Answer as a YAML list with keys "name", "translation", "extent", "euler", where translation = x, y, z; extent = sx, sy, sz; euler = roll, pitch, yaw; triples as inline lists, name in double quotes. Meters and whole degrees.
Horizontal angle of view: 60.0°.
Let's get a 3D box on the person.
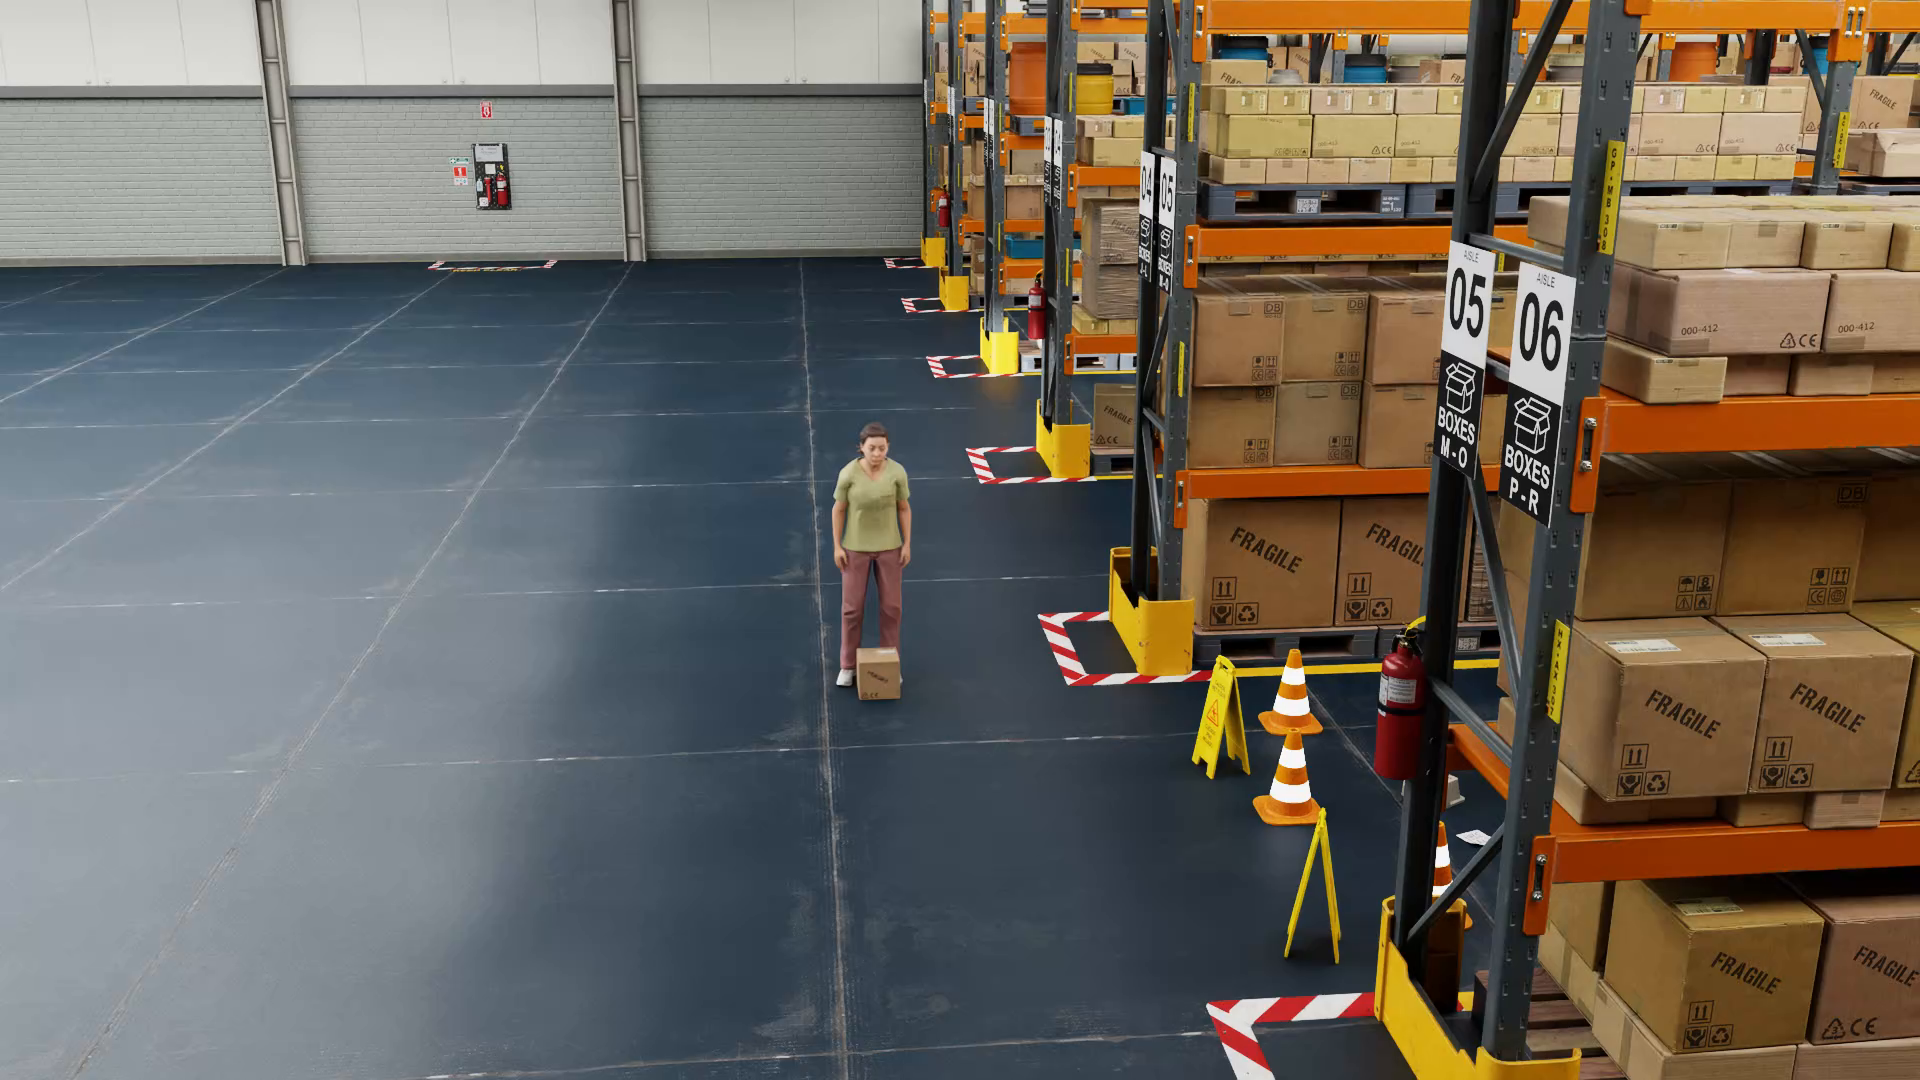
- name: "person"
  translation: [-0.540, 0.074, 10.317]
  extent: [0.499, 1.672, 0.364]
  euler: [-2, 17, -8]
